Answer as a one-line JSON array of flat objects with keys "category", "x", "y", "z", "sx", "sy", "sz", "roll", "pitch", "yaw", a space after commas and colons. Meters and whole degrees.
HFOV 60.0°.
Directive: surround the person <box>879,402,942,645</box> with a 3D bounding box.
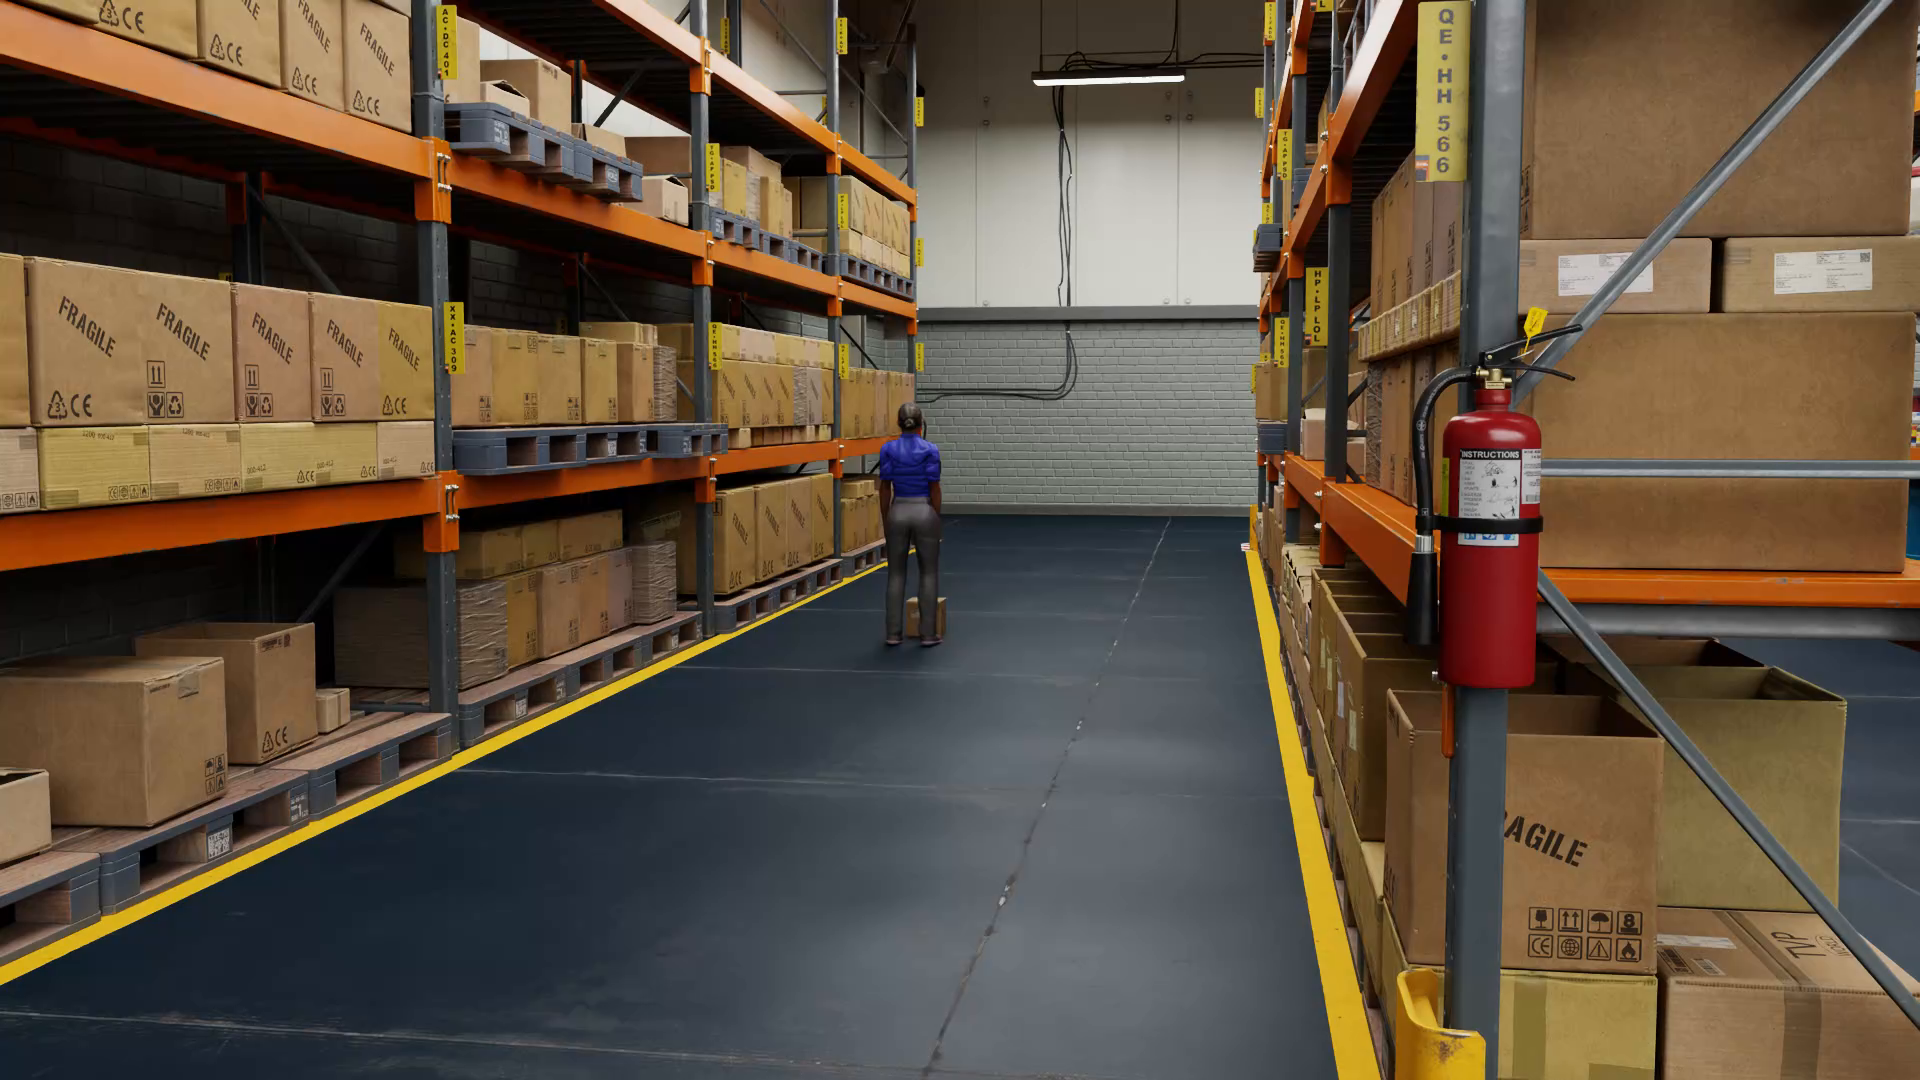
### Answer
[{"category": "person", "x": -0.336, "y": -0.110, "z": 11.323, "sx": 0.436, "sy": 1.655, "sz": 0.302, "roll": 1, "pitch": 5, "yaw": 10}]
